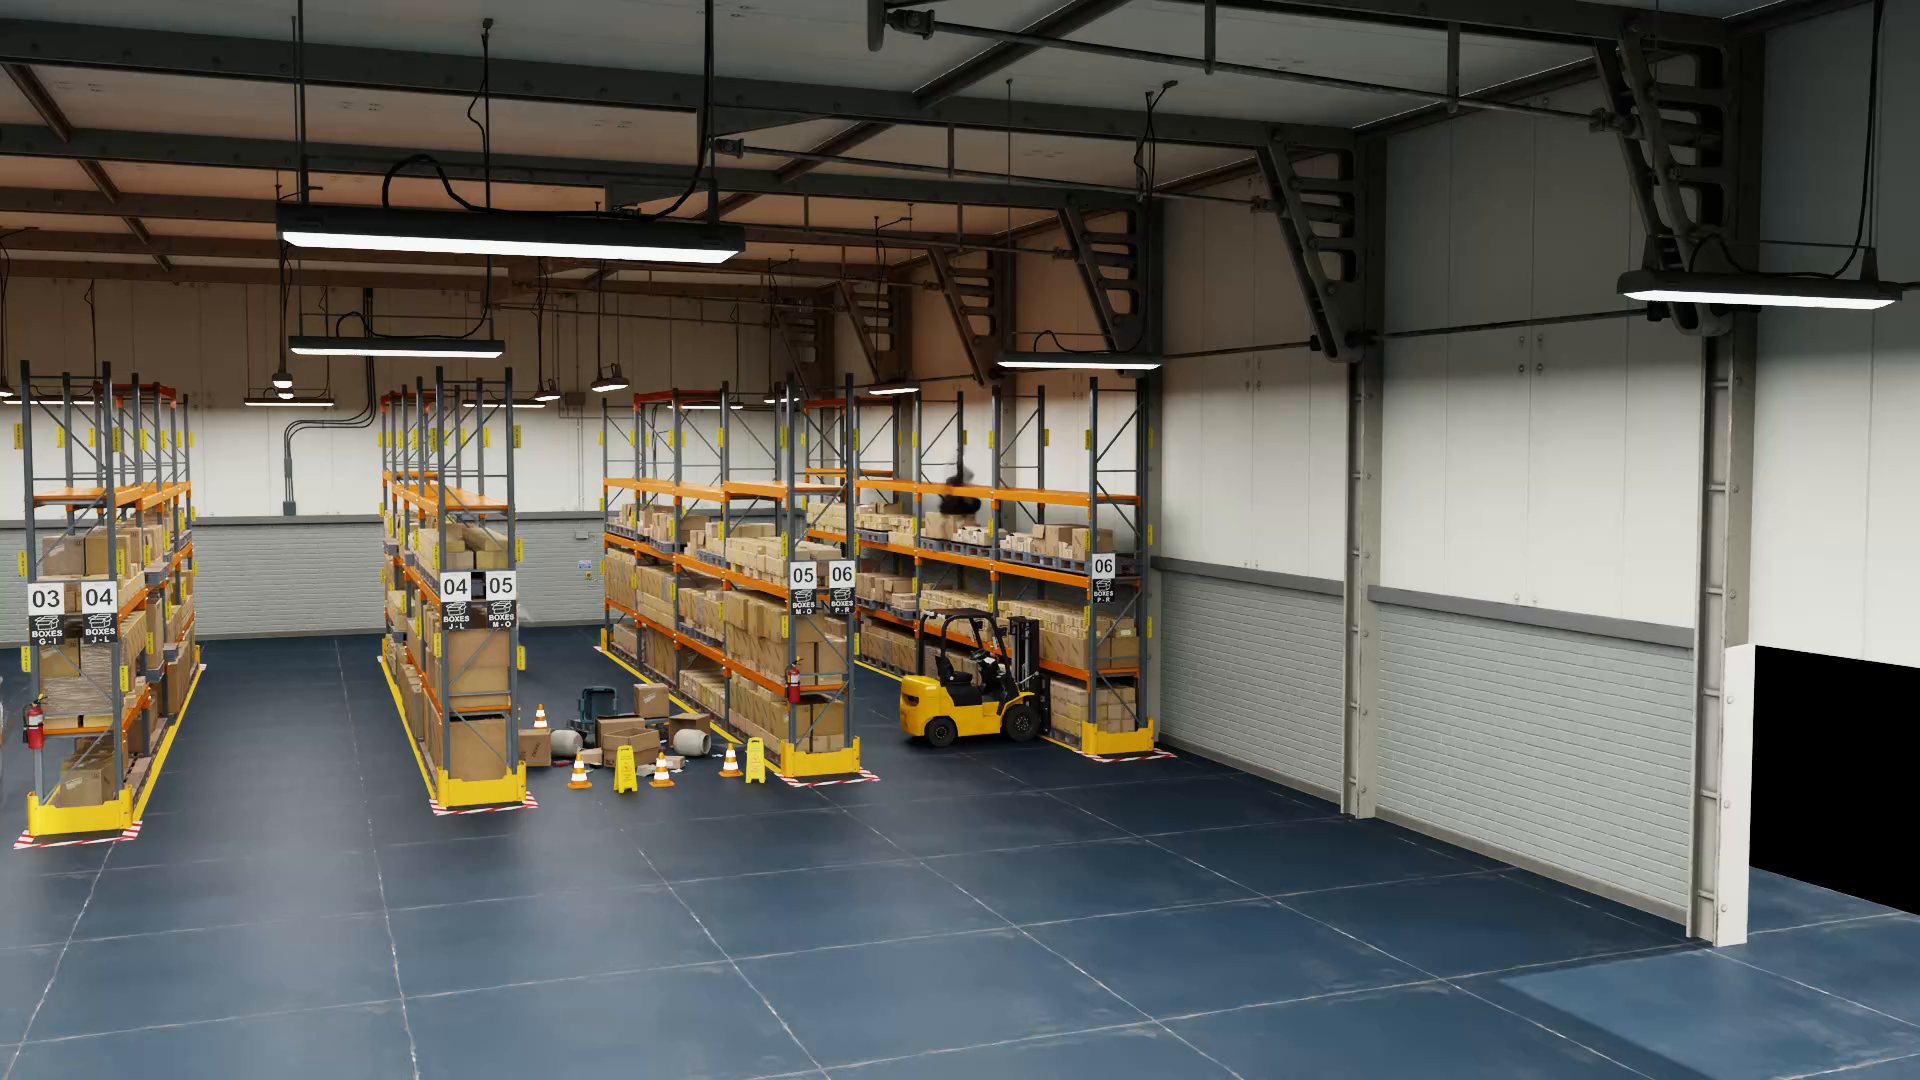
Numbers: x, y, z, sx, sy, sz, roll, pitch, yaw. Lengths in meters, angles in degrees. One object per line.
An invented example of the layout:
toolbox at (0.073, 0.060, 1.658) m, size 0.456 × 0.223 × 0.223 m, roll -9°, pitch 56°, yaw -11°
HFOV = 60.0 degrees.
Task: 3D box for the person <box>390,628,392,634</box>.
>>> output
person at (-13.150, 1.805, 38.972) m, size 0.672 × 1.725 × 0.709 m, roll -1°, pitch 4°, yaw -18°

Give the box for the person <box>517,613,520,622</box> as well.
person at (-10.081, 1.965, 36.842) m, size 0.639 × 1.671 × 0.548 m, roll -2°, pitch 4°, yaw -33°
